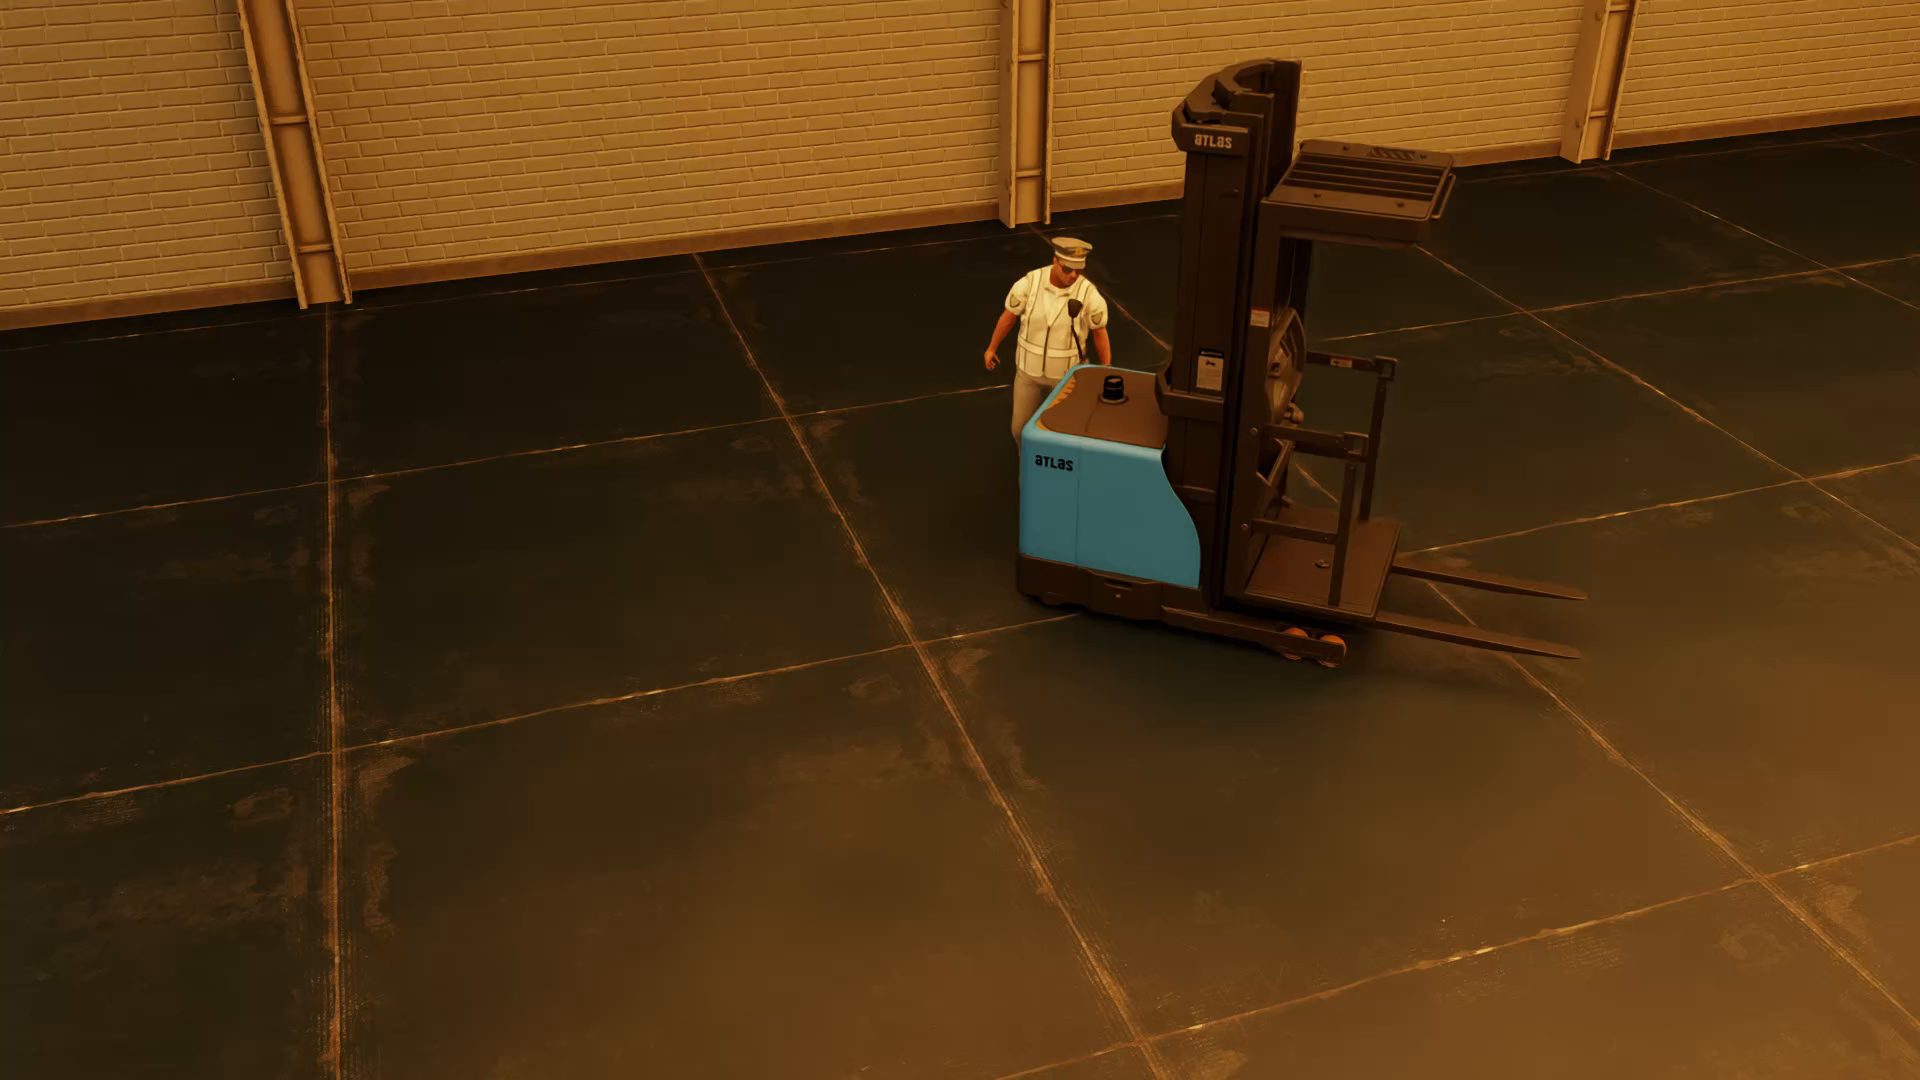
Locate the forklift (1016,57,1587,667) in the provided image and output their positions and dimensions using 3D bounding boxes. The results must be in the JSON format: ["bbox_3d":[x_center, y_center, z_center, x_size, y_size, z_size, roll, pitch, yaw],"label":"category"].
[{"bbox_3d":[1.886,-0.896,8.644,3.031,2.935,1.130,11,32,18],"label":"forklift"}]

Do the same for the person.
[{"bbox_3d":[0.574,-1.062,10.225,0.896,1.733,0.461,8,31,14],"label":"person"}]
